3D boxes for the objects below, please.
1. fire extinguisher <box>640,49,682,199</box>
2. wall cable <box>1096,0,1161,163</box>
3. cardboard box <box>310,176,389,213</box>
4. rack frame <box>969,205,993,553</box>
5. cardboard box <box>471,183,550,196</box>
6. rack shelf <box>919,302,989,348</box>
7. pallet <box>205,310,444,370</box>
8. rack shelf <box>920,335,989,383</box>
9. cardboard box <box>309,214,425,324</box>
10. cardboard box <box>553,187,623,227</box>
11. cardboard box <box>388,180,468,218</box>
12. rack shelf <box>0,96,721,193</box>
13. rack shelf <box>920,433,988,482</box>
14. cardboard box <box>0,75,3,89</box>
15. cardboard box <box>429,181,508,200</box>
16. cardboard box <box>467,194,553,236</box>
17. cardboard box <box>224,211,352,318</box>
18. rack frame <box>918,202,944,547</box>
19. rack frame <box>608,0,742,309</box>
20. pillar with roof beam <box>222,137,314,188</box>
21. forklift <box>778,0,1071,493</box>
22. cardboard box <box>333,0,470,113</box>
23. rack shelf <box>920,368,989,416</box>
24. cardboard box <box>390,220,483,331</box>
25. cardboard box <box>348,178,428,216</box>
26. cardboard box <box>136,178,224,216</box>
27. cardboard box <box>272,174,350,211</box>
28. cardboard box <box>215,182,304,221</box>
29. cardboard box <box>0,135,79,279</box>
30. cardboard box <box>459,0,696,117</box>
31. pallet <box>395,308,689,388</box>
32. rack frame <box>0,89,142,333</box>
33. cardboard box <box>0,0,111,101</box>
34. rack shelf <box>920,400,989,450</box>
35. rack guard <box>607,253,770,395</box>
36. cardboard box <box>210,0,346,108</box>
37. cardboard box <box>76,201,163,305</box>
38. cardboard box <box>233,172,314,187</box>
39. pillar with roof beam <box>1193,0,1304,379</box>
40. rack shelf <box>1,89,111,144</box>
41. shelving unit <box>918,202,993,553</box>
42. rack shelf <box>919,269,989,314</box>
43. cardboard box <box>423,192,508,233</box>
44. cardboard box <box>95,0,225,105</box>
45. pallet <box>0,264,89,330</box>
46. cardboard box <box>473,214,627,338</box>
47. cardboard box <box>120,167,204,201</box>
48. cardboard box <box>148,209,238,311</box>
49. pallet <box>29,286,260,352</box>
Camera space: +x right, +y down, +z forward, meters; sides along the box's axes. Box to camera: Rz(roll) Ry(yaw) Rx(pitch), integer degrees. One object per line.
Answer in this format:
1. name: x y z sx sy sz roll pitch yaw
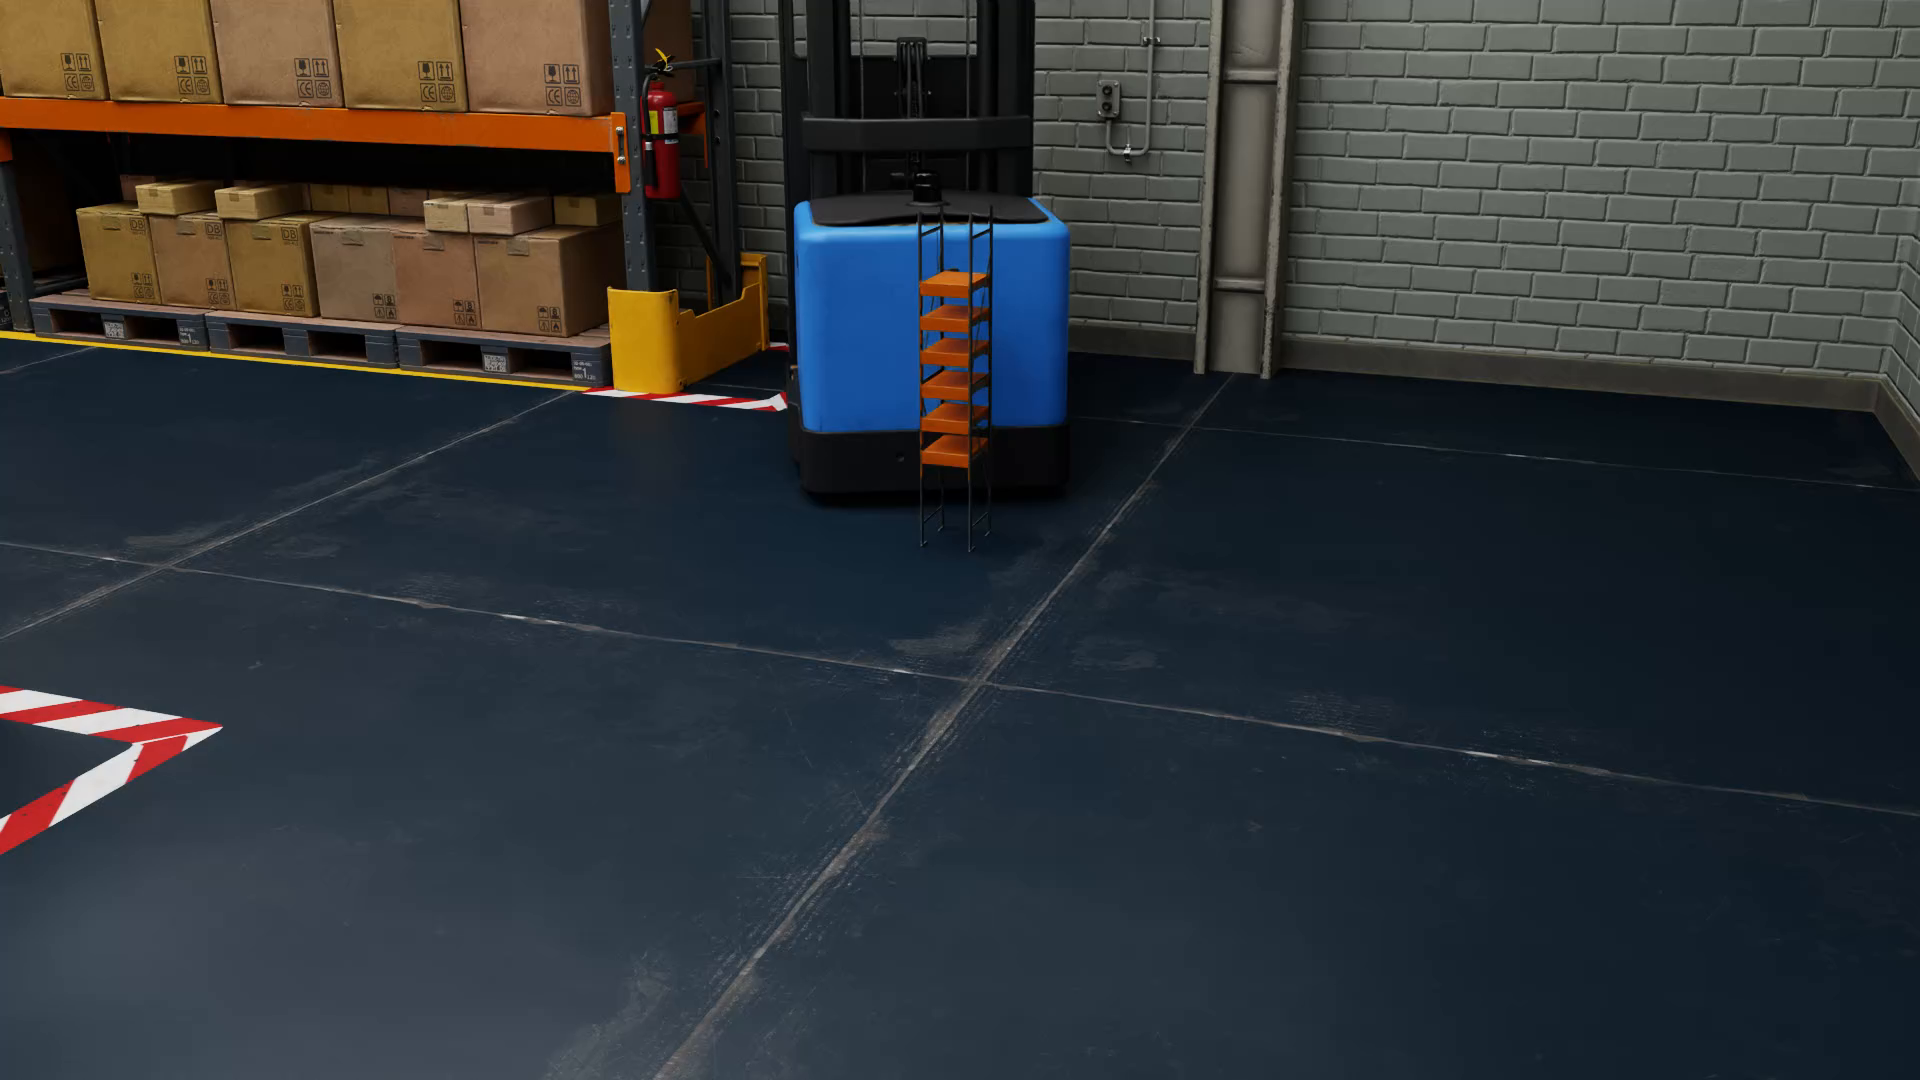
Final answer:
1. fire extinguisher: -1.408 -1.950 7.796 0.183 0.674 0.296 7 20 18
2. wall cable: 0.121 -2.958 8.460 1.851 1.984 0.084 7 20 18
3. cardboard box: -3.347 -1.903 9.154 0.250 0.149 0.380 6 20 17
4. rack frame: 0.073 -0.558 5.855 0.006 1.200 0.240 7 20 18
5. cardboard box: -2.388 -1.794 8.840 0.250 0.149 0.380 7 20 18
6. rack shelf: -0.014 -0.753 5.819 0.180 0.103 0.258 7 20 18
7. pallet: -3.329 -1.200 9.197 1.213 0.211 1.003 7 20 18
8. rack shelf: -0.014 -0.639 5.858 0.180 0.103 0.258 7 20 18
9. cardboard box: -3.041 -1.493 8.961 0.500 0.500 0.700 6 20 16
10. cardboard box: -1.910 -1.739 8.683 0.250 0.149 0.380 7 20 18
11. cardboard box: -2.865 -1.848 8.996 0.250 0.149 0.380 7 20 19
12. rack shelf: -3.289 -2.198 8.919 4.000 0.370 1.077 7 20 18
13. rack shelf: -0.014 -0.300 5.977 0.180 0.103 0.258 7 20 18
14. cardboard box: -5.590 -2.593 9.310 0.250 0.149 0.380 7 20 19
15. cardboard box: -2.625 -1.821 8.918 0.250 0.149 0.380 7 20 19
16. cardboard box: -2.274 -1.648 8.421 0.250 0.149 0.380 6 20 17
17. cardboard box: -3.547 -1.548 9.119 0.500 0.500 0.700 7 20 19
18. rack frame: -0.100 -0.578 5.912 0.006 1.200 0.240 7 20 18
19. rack frame: -1.399 -2.322 8.180 0.127 3.000 1.000 7 20 18
20. pillar with roof beam: -5.645 -4.442 5.147 0.400 9.000 9.100 7 20 18
21. forklift: -0.255 -2.006 7.377 1.130 2.935 3.031 -2 19 -6
22. cardboard box: -2.575 -2.591 8.496 0.700 0.700 0.980 6 20 18
23. rack shelf: -0.014 -0.526 5.898 0.180 0.103 0.258 7 20 18
24. cardboard box: -2.566 -1.438 8.805 0.500 0.500 0.700 6 20 18
25. cardboard box: -3.108 -1.876 9.075 0.250 0.149 0.380 7 20 19
26. cardboard box: -4.241 -1.872 9.063 0.250 0.149 0.380 7 20 20
27. cardboard box: -3.591 -1.931 9.233 0.250 0.149 0.380 7 20 19
28. cardboard box: -3.748 -1.816 8.902 0.250 0.149 0.380 6 20 17
29. cardboard box: -5.834 -1.967 9.790 0.750 0.750 0.750 7 20 19
30. cardboard box: -1.884 -2.516 8.280 0.700 0.700 0.980 7 21 21
31. pallet: -2.180 -1.067 8.817 1.213 0.211 1.003 7 20 18
32. rack frame: -5.178 -2.754 9.420 0.127 3.000 1.000 7 20 18
33. cardboard box: -4.671 -2.832 9.188 0.700 0.700 0.980 7 20 19
34. rack shelf: -0.014 -0.413 5.937 0.180 0.103 0.258 7 20 18
35. rack guard: -1.377 -1.139 8.584 0.348 0.500 1.175 7 20 18
36. cardboard box: -3.292 -2.676 8.740 0.700 0.700 0.980 6 20 15
37. cardboard box: -4.505 -1.659 9.439 0.500 0.500 0.700 7 20 19
38. cardboard box: -3.829 -1.959 9.312 0.250 0.149 0.380 6 20 16
39. pillar with roof beam: 0.022 -3.794 3.288 0.400 9.000 9.100 7 20 18
40. rack shelf: -7.067 -2.630 10.158 4.000 0.370 1.077 7 20 18
41. shelving unit: -0.014 -0.568 5.883 0.189 1.200 0.258 7 20 18
42. rack shelf: -0.014 -0.866 5.779 0.180 0.103 0.258 7 20 18
43. cardboard box: -2.516 -1.675 8.499 0.250 0.149 0.380 7 20 20
44. cardboard box: -3.983 -2.751 8.957 0.700 0.700 0.980 6 20 17
45. pallet: -5.931 -1.497 10.051 1.213 0.211 1.003 7 20 18
46. cardboard box: -2.093 -1.384 8.650 0.500 0.500 0.700 7 20 18
47. cardboard box: -4.577 -2.043 9.554 0.250 0.149 0.380 6 20 18
48. cardboard box: -4.032 -1.604 9.280 0.500 0.500 0.700 6 20 18
49. pallet: -4.485 -1.331 9.574 1.213 0.211 1.003 7 20 18
